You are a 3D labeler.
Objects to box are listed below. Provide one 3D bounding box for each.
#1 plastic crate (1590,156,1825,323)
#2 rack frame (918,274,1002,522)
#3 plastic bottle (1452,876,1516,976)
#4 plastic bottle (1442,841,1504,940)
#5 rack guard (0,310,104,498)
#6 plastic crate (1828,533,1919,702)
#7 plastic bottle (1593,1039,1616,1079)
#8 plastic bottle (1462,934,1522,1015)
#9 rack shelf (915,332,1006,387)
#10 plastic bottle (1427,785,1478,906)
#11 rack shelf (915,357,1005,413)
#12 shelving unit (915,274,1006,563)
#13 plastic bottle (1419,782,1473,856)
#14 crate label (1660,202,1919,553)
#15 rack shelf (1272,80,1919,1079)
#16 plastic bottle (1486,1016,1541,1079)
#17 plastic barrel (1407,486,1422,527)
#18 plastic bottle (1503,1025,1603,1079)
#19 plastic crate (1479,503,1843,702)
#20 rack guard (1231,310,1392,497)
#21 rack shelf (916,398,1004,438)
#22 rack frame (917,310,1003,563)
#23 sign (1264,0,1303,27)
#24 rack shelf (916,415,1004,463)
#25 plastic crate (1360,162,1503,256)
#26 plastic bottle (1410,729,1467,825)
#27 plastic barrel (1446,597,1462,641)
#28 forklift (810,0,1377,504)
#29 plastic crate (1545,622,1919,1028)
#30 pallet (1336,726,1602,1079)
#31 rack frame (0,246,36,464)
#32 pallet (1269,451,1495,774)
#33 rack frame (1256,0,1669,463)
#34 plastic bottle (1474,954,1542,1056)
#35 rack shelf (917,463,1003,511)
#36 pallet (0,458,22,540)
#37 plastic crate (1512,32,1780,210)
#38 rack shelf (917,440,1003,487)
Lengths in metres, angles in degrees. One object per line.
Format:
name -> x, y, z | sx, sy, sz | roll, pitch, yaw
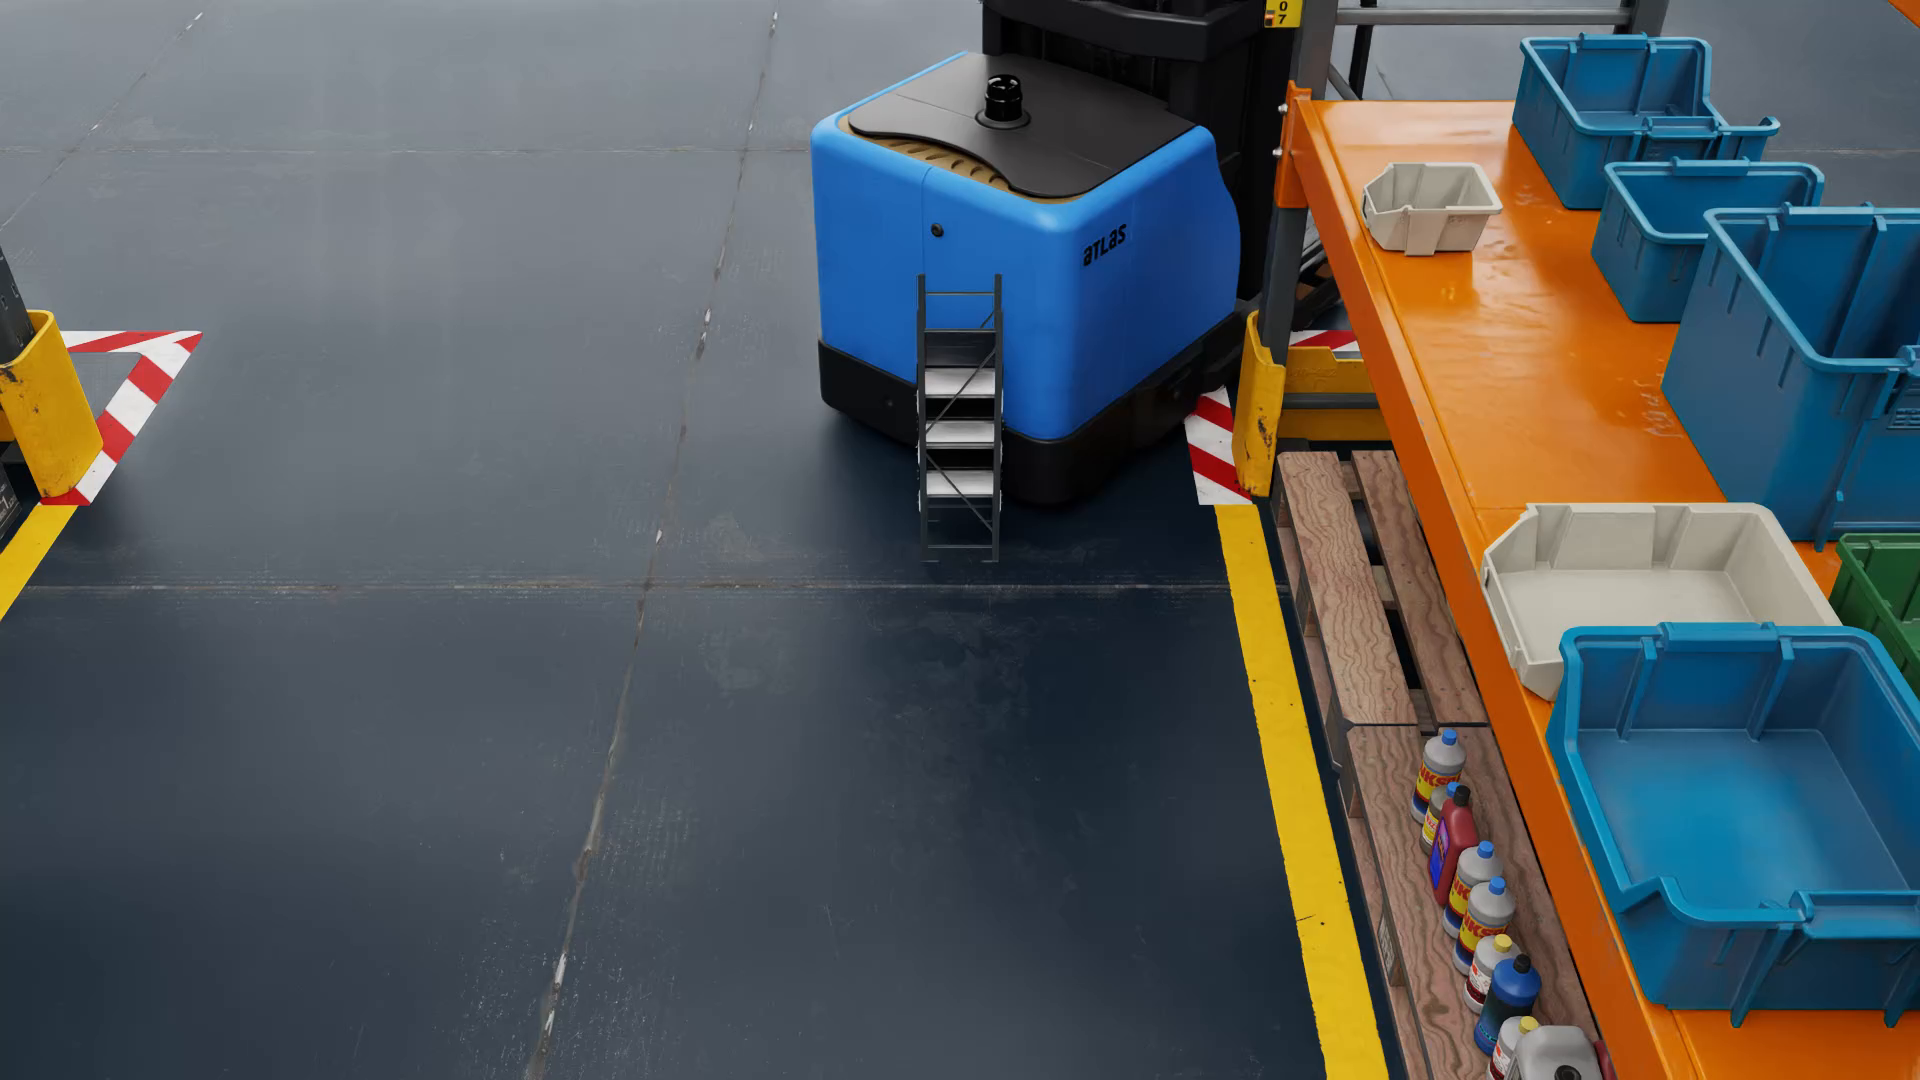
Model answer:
plastic crate -> 1.754, -0.690, 3.832 | 0.499, 0.251, 0.408 | 0, 39, 0
rack frame -> 0.000, -0.410, 5.042 | 0.240, 0.900, 0.006 | 0, 39, 0
plastic bottle -> 1.150, 0.837, 3.637 | 0.097, 0.271, 0.097 | 0, 39, 0
plastic bottle -> 1.150, 0.774, 3.715 | 0.097, 0.271, 0.097 | 0, 39, 0
rack guard -> -3.494, -0.441, 5.400 | 1.175, 0.500, 0.348 | 0, 39, 0
plastic crate -> 1.745, 0.268, 2.687 | 0.450, 0.188, 0.662 | 0, 39, 0
plastic bottle -> 1.285, 1.096, 3.304 | 0.061, 0.283, 0.133 | 0, 39, 0
plastic bottle -> 1.150, 0.926, 3.582 | 0.097, 0.201, 0.097 | 0, 39, 0
rack shelf -> 0.000, -0.531, 4.814 | 0.258, 0.077, 0.200 | 0, 39, 0
plastic bottle -> 1.132, 0.697, 3.802 | 0.061, 0.283, 0.133 | 1, 39, 1
rack shelf -> 0.000, -0.461, 4.871 | 0.258, 0.077, 0.200 | 0, 39, 0
shelving unit -> 0.000, -0.346, 4.962 | 0.258, 0.900, 0.210 | 0, 39, 0
plastic bottle -> 1.150, 0.652, 3.924 | 0.097, 0.201, 0.097 | 0, 39, 0
crate label -> 1.732, -0.330, 3.235 | 0.502, 0.435, 0.616 | 0, 39, 0
rack shelf -> 1.462, 0.064, 3.346 | 1.077, 0.370, 4.000 | 0, 39, 0
plastic bottle -> 1.151, 1.055, 3.421 | 0.097, 0.201, 0.097 | 0, 39, 0
plastic barrel -> 1.536, -0.249, 4.815 | 0.421, 0.512, 0.421 | 0, 39, 0
plastic bottle -> 1.178, 1.099, 3.306 | 0.152, 0.276, 0.135 | 1, 39, 1
plastic crate -> 1.209, 0.122, 2.910 | 0.530, 0.136, 0.437 | 0, 39, 0
rack guard -> 1.506, -0.444, 5.405 | 1.175, 0.500, 0.348 | 0, 39, 0
rack shelf -> 0.000, -0.390, 4.927 | 0.258, 0.077, 0.200 | 0, 39, 0
rack frame -> 0.000, -0.282, 4.883 | 0.240, 0.900, 0.006 | 0, 39, 0
sign -> 0.909, -1.577, 4.598 | 0.100, 0.325, 0.005 | 0, 39, 0
rack shelf -> 0.000, -0.320, 4.983 | 0.258, 0.077, 0.200 | 0, 39, 0
plastic crate -> 1.138, -0.804, 4.066 | 0.298, 0.136, 0.250 | 0, 39, 0
plastic bottle -> 1.150, 0.560, 3.983 | 0.097, 0.271, 0.097 | 0, 39, 0
plastic barrel -> 1.537, 0.065, 4.424 | 0.421, 0.512, 0.421 | 0, 39, 0
forklift -> 0.837, -2.114, 5.544 | 1.130, 2.935, 3.031 | 27, 46, 29
plastic crate -> 1.191, 0.400, 2.471 | 0.499, 0.251, 0.616 | 0, 39, 0
pallet -> 1.500, 0.938, 3.911 | 1.003, 0.211, 1.213 | 0, 39, 0
rack frame -> -3.494, -1.464, 4.678 | 1.000, 3.000, 0.127 | 0, 39, 0
pallet -> 1.502, 0.177, 4.861 | 1.003, 0.211, 1.213 | 0, 39, 0
rack frame -> 1.459, -1.467, 4.682 | 1.000, 3.000, 0.127 | 0, 39, 0
plastic bottle -> 1.150, 0.963, 3.479 | 0.097, 0.271, 0.097 | 0, 39, 0
rack shelf -> 0.000, -0.180, 5.096 | 0.258, 0.077, 0.200 | 0, 39, 0
pallet -> -3.528, 0.180, 4.856 | 1.003, 0.211, 1.213 | 0, 39, 0
plastic crate -> 1.759, -1.096, 4.338 | 0.499, 0.251, 0.616 | 0, 39, 0
rack shelf -> 0.000, -0.250, 5.039 | 0.258, 0.077, 0.200 | 0, 39, 0
